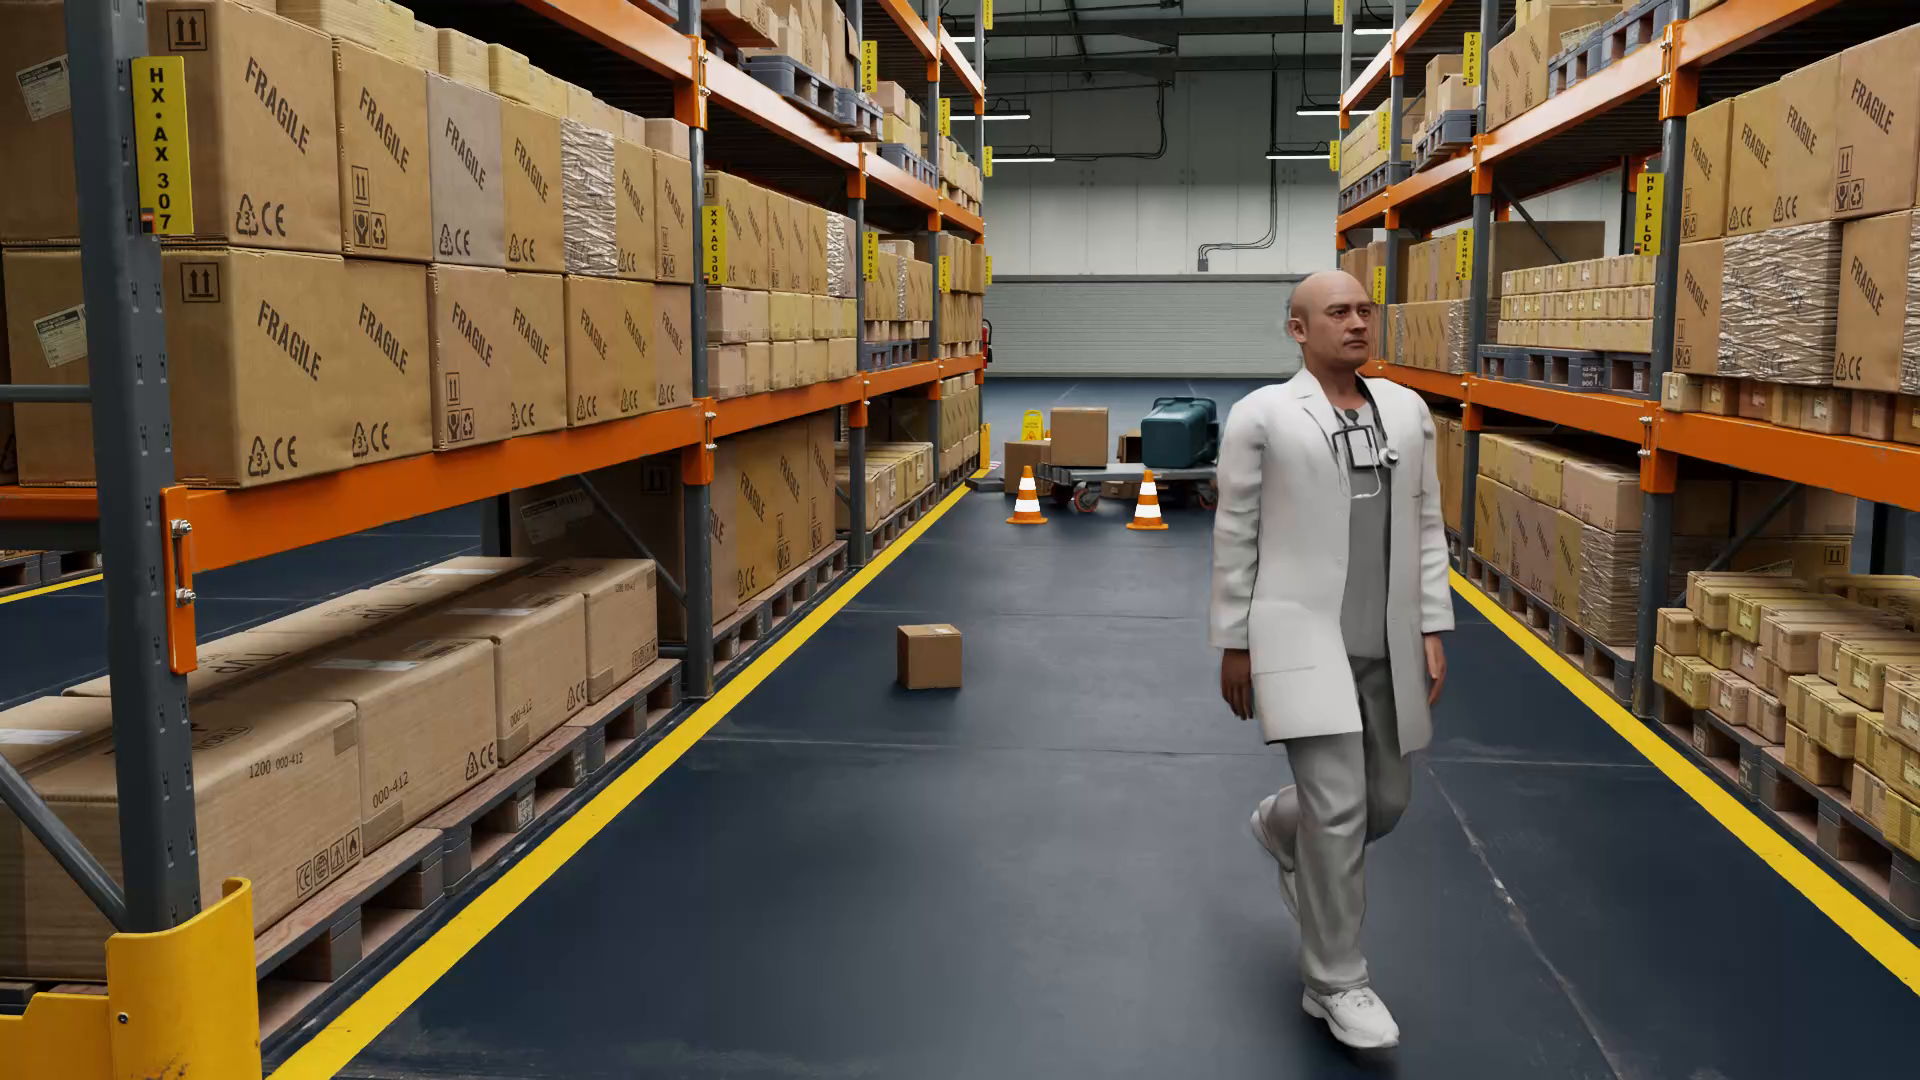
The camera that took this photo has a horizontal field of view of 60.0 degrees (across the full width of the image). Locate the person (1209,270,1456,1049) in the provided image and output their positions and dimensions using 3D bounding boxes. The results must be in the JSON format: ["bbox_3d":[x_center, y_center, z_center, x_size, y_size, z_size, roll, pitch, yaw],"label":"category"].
[{"bbox_3d":[0.891,0.232,3.999,0.582,1.743,0.905,-2,8,-16],"label":"person"}]
